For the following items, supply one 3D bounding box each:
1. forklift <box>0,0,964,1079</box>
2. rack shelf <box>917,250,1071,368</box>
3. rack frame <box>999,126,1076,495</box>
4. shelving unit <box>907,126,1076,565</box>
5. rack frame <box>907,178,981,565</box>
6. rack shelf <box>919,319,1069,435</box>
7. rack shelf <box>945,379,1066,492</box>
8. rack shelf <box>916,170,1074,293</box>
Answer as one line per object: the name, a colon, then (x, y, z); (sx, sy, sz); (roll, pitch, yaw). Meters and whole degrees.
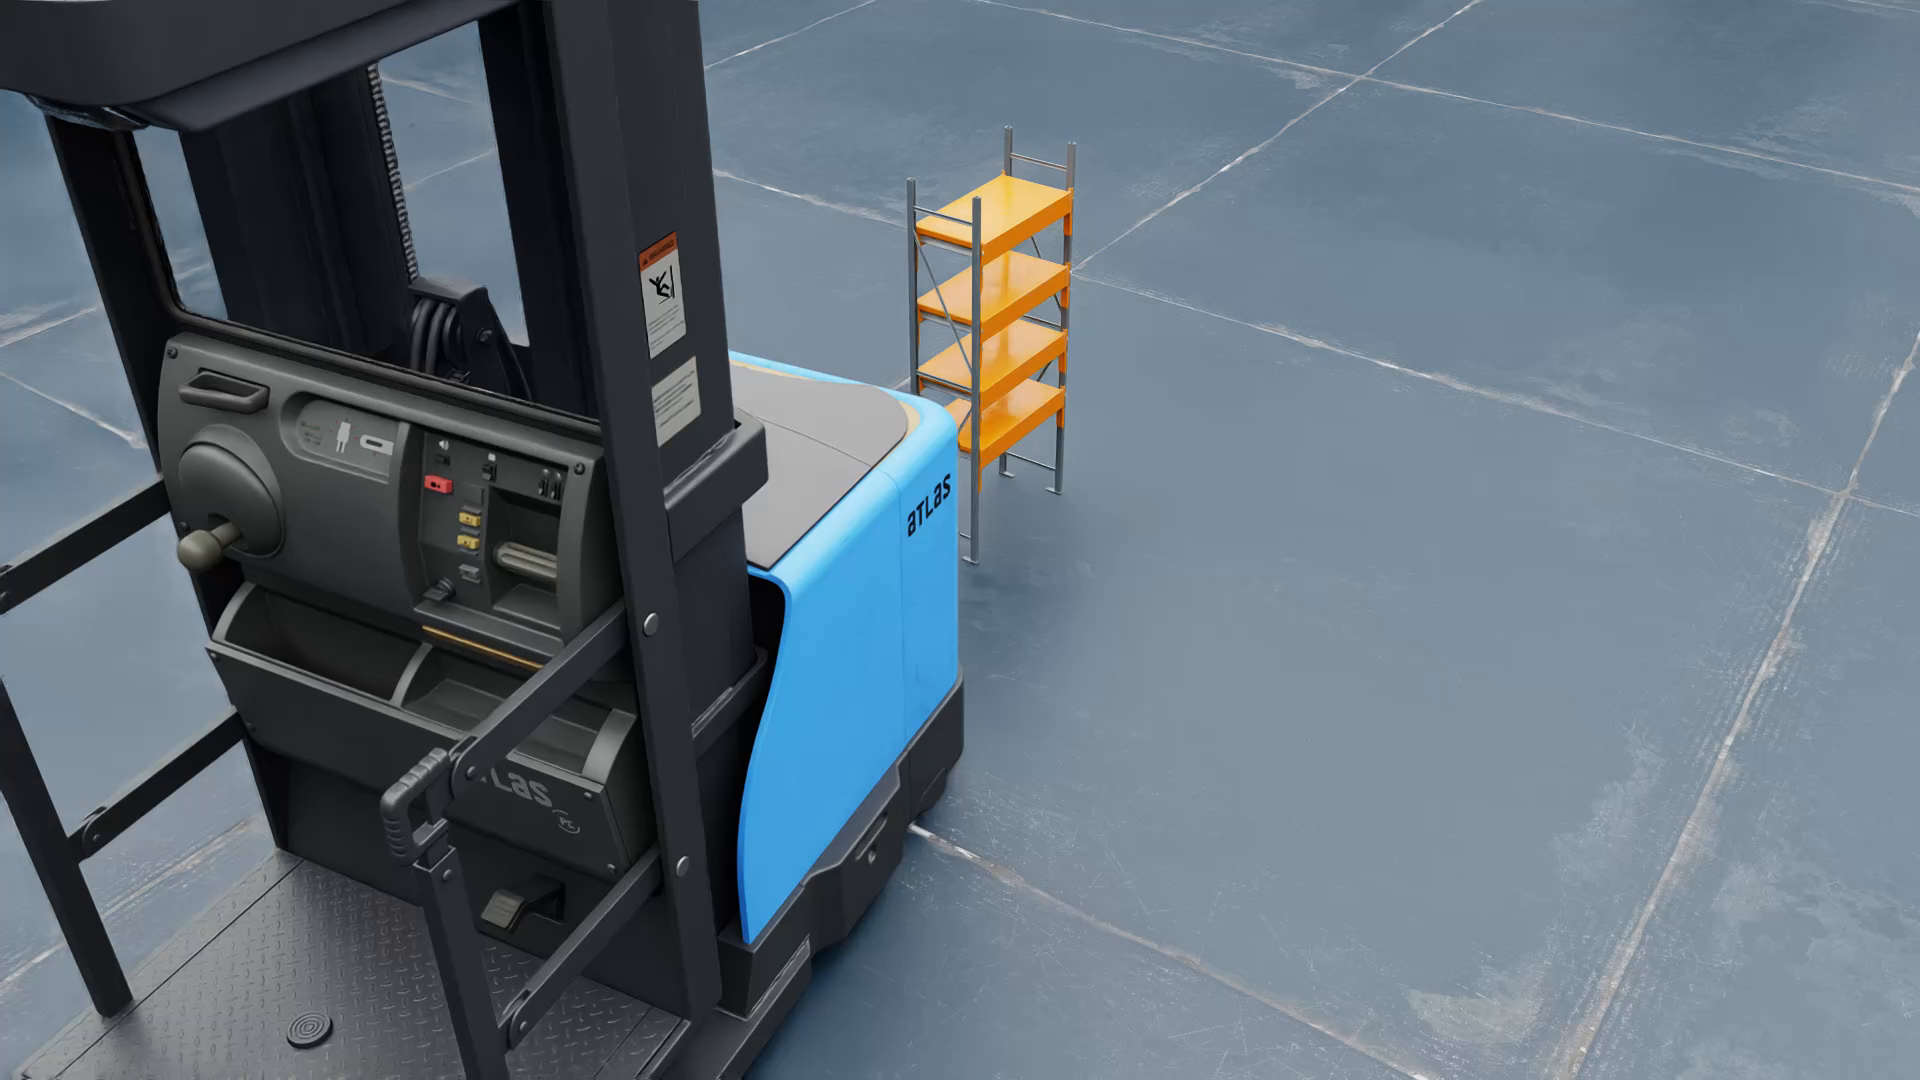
forklift: (-1.095, -0.014, 2.655); (1.130, 2.935, 3.031); (15, 37, 21)
rack shelf: (0.094, -0.703, 4.939); (0.258, 0.148, 0.480); (21, 39, 28)
rack frame: (0.234, -0.685, 5.193); (0.240, 1.200, 0.015); (21, 39, 28)
shelving unit: (0.094, -0.573, 5.027); (0.258, 1.200, 0.503); (21, 39, 28)
rack frame: (-0.045, -0.461, 4.860); (0.240, 1.200, 0.015); (21, 39, 28)
rack shelf: (0.094, -0.517, 5.064); (0.258, 0.148, 0.480); (21, 39, 28)
rack shelf: (0.094, -0.353, 5.175); (0.258, 0.148, 0.480); (21, 39, 28)
rack shelf: (0.094, -0.899, 4.806); (0.258, 0.148, 0.480); (21, 39, 28)
